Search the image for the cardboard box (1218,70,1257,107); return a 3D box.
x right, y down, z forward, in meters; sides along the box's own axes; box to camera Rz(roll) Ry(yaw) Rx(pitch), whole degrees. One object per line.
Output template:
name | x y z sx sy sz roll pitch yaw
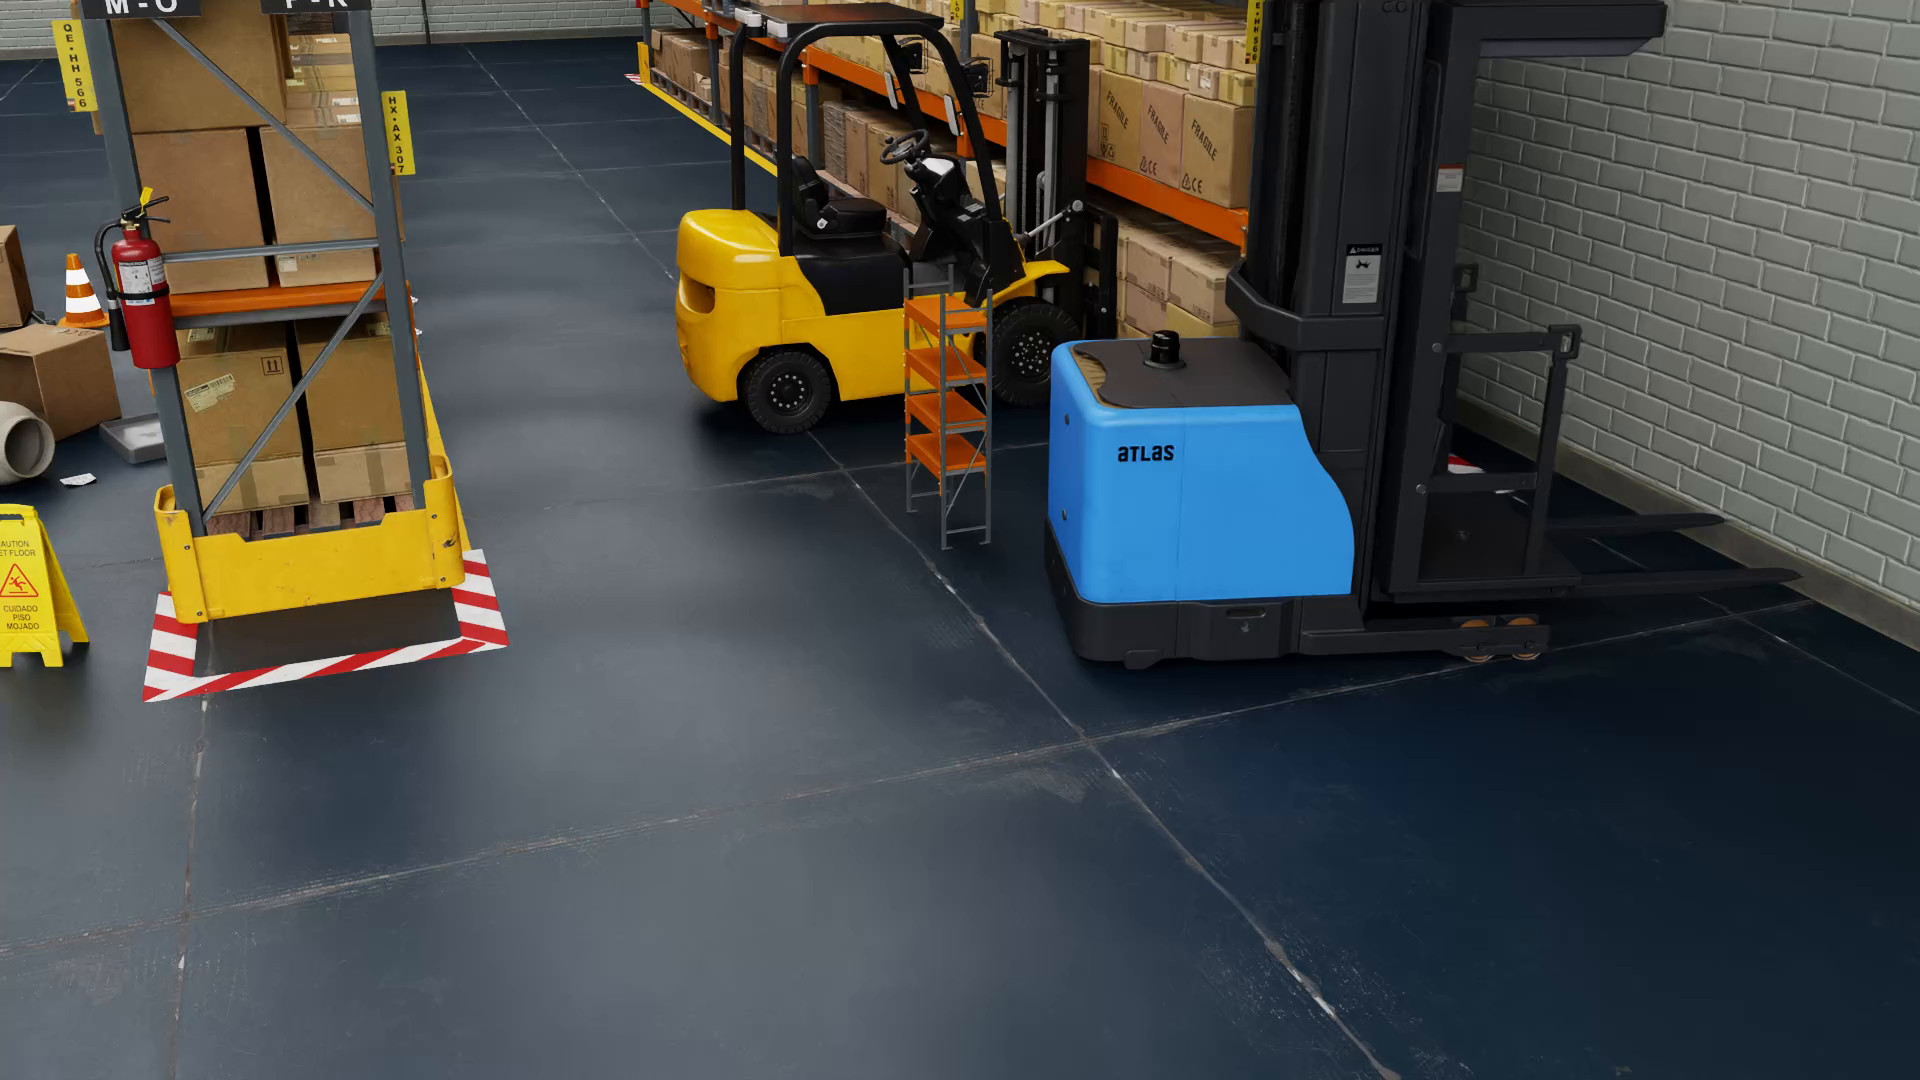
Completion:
cardboard box | 1.515 -2.256 8.277 0.380 0.149 0.250 -8 24 -18

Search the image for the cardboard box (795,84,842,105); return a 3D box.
cardboard box | -1.338 -4.216 15.732 0.380 0.149 0.250 -10 25 -22

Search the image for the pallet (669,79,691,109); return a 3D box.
pallet | -3.016 -5.592 20.747 1.003 0.211 1.213 -8 24 -19

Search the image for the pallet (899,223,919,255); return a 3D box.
pallet | 0.190 -2.254 12.827 1.003 0.211 1.213 -8 24 -19

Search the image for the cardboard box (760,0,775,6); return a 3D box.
cardboard box | -1.602 -5.194 15.863 0.500 0.250 0.500 -10 25 -21

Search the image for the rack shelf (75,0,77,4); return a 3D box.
rack shelf | -3.449 -2.919 7.877 1.077 0.370 4.000 -8 24 -19

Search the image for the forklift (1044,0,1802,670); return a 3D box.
forklift | 1.917 -1.068 6.510 3.031 2.935 1.130 -2 23 -5

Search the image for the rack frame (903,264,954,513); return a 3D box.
rack frame | -0.145 -0.702 7.870 0.240 1.200 0.015 -8 24 -19

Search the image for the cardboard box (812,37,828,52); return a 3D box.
cardboard box | -0.998 -4.466 14.678 0.500 0.250 0.500 -8 24 -19

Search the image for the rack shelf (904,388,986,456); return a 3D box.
rack shelf | -0.059 -0.551 7.686 0.258 0.148 0.480 -8 24 -19

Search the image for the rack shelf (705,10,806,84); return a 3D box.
rack shelf | -1.633 -5.125 16.975 1.077 0.370 4.000 -8 24 -19

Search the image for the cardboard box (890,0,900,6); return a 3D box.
cardboard box | -0.321 -4.176 12.831 0.380 0.149 0.250 -8 24 -19

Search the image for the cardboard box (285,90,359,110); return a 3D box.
cardboard box | -2.836 -1.722 7.462 0.500 0.500 0.500 -8 24 -17

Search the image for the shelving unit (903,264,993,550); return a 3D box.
shelving unit | -0.059 -0.613 7.660 0.258 1.200 0.503 -8 24 -19

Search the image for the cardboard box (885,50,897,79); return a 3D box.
cardboard box | -0.266 -3.722 12.911 0.500 0.250 0.500 -8 24 -19

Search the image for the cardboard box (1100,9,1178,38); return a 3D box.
cardboard box | 1.029 -2.963 9.572 0.380 0.149 0.250 -8 24 -18

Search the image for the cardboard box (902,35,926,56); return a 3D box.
cardboard box | -0.114 -3.767 12.376 0.500 0.250 0.500 -9 24 -20

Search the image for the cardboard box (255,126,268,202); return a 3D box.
cardboard box | -3.538 -1.848 7.762 0.500 0.500 0.500 -8 24 -19

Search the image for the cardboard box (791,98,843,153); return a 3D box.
cardboard box | -1.444 -4.079 16.244 0.500 0.500 0.500 -9 24 -20

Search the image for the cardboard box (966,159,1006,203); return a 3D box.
cardboard box | 0.364 -2.445 11.402 0.500 0.250 0.500 -9 24 -20

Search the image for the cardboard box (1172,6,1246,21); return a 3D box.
cardboard box | 1.461 -3.023 9.713 0.380 0.149 0.250 -8 24 -19

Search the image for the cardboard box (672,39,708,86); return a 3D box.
cardboard box | -3.266 -5.922 20.615 0.500 0.500 0.500 -8 24 -18

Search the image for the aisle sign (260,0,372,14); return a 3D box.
aisle sign | -2.431 -2.359 6.138 0.394 0.787 0.004 -8 24 -19

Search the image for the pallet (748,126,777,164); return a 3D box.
pallet | -1.582 -4.164 17.359 1.003 0.211 1.213 -8 24 -19

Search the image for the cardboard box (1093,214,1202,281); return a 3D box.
cardboard box | 1.072 -1.702 9.638 0.500 0.250 0.500 -8 24 -18

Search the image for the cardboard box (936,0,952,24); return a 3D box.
cardboard box | 0.050 -3.807 11.956 0.380 0.149 0.250 -9 24 -20

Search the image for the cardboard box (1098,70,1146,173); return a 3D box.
cardboard box | 1.124 -2.388 9.426 0.500 0.500 0.500 -9 24 -20

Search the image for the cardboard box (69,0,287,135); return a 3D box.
cardboard box | -3.127 -1.941 6.693 0.700 0.500 0.500 -9 24 -20

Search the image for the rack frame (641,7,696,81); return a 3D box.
rack frame | -3.753 -7.637 22.008 1.000 3.000 0.127 -8 24 -19

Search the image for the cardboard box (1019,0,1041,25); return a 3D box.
cardboard box | 0.592 -3.321 10.420 0.380 0.149 0.250 -8 24 -18

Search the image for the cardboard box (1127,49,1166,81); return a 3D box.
cardboard box | 1.147 -2.630 9.163 0.380 0.149 0.250 -9 25 -21

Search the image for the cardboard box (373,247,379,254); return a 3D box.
cardboard box | -2.789 -1.374 7.472 0.380 0.149 0.250 -9 25 -21

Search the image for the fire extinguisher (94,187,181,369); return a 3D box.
fire extinguisher | -3.133 -1.001 6.362 0.296 0.674 0.183 -8 24 -19

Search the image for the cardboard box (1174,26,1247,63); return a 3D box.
cardboard box | 1.342 -2.583 8.671 0.380 0.149 0.250 -8 24 -18

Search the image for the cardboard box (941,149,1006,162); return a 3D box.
cardboard box | 0.292 -2.564 12.488 0.875 0.625 0.625 -7 24 -17

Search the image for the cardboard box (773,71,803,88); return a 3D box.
cardboard box | -1.654 -4.605 16.656 0.380 0.149 0.250 -9 24 -20

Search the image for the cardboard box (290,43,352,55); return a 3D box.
cardboard box | -3.578 -2.464 9.223 0.500 0.500 0.500 -8 24 -17

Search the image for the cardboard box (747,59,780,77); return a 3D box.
cardboard box | -2.027 -4.982 17.551 0.380 0.149 0.250 -8 24 -19

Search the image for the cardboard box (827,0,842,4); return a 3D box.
cardboard box | -0.822 -4.515 14.149 0.500 0.250 0.500 -8 24 -17

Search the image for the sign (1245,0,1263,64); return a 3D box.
sign | 1.387 -2.397 7.779 0.100 0.325 0.005 -8 24 -19

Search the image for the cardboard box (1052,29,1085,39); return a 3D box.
cardboard box | 0.778 -3.001 10.044 0.380 0.149 0.250 -9 25 -21

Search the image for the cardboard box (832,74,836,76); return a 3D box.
cardboard box | -1.060 -4.594 16.631 0.380 0.149 0.250 -10 25 -21

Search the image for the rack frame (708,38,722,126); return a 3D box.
rack frame | -2.339 -6.184 18.559 1.000 3.000 0.127 -8 24 -19

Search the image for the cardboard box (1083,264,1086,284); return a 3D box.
cardboard box | 0.893 -1.665 10.194 0.500 0.250 0.500 -8 24 -19

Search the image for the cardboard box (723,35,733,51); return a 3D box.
cardboard box | -2.405 -5.503 18.403 0.380 0.149 0.250 -9 24 -20

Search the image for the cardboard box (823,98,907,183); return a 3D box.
cardboard box | -0.719 -3.601 14.948 0.875 0.625 0.625 -8 24 -17

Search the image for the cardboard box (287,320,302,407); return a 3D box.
cardboard box | -3.457 -0.858 7.957 0.500 0.500 0.500 -7 24 -17

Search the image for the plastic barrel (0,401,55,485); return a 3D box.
plastic barrel | -4.889 -0.497 8.383 0.512 0.421 0.421 8 24 18

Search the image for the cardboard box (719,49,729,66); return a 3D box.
cardboard box | -2.462 -5.357 18.441 0.380 0.149 0.250 -7 24 -16

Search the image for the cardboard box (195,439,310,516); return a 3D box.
cardboard box | -3.288 -0.333 7.678 0.500 0.250 0.500 -8 24 -19

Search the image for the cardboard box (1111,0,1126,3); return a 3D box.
cardboard box | 1.185 -3.411 10.634 0.380 0.149 0.250 -9 24 -20

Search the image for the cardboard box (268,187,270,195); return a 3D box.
cardboard box | -3.597 -1.690 8.221 0.380 0.149 0.250 -8 24 -19

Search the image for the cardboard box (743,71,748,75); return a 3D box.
cardboard box | -2.182 -4.827 18.017 0.500 0.500 0.500 -9 24 -20

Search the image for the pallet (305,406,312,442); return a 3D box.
pallet | -3.451 -0.626 8.964 1.003 0.211 1.213 -8 24 -19

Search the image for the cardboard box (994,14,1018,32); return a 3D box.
cardboard box | 0.446 -3.376 10.934 0.380 0.149 0.250 -8 24 -18

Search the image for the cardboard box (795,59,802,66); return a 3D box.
cardboard box | -1.586 -5.051 17.715 0.380 0.149 0.250 -8 24 -18
